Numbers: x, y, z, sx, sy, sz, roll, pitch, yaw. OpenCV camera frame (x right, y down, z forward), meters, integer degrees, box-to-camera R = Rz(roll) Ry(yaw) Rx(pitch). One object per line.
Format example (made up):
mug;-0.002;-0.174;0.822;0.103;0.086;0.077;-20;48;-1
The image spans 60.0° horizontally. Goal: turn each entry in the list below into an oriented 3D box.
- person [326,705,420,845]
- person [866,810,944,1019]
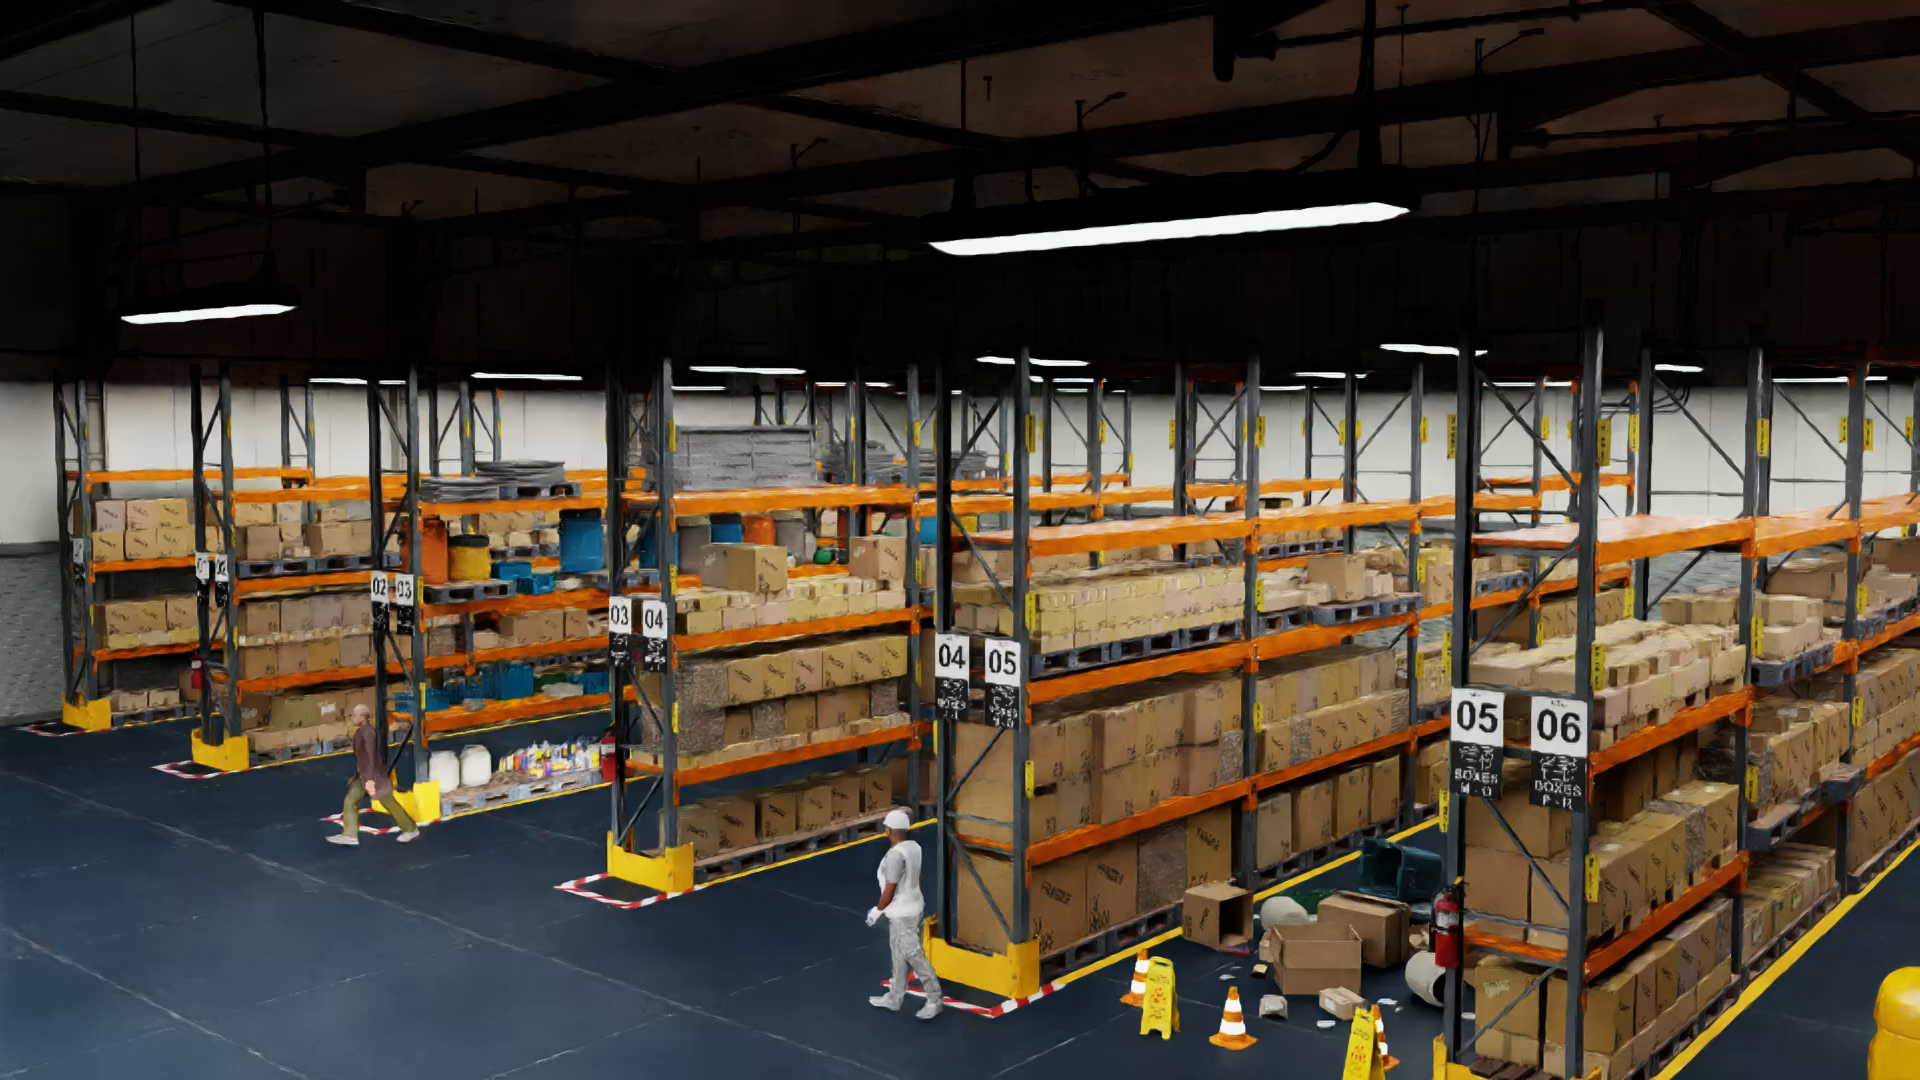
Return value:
person;-7.133;2.849;20.198;1.047;1.723;0.630;-2;5;-30
person;-0.475;3.240;14.473;0.714;1.783;0.567;1;4;11
